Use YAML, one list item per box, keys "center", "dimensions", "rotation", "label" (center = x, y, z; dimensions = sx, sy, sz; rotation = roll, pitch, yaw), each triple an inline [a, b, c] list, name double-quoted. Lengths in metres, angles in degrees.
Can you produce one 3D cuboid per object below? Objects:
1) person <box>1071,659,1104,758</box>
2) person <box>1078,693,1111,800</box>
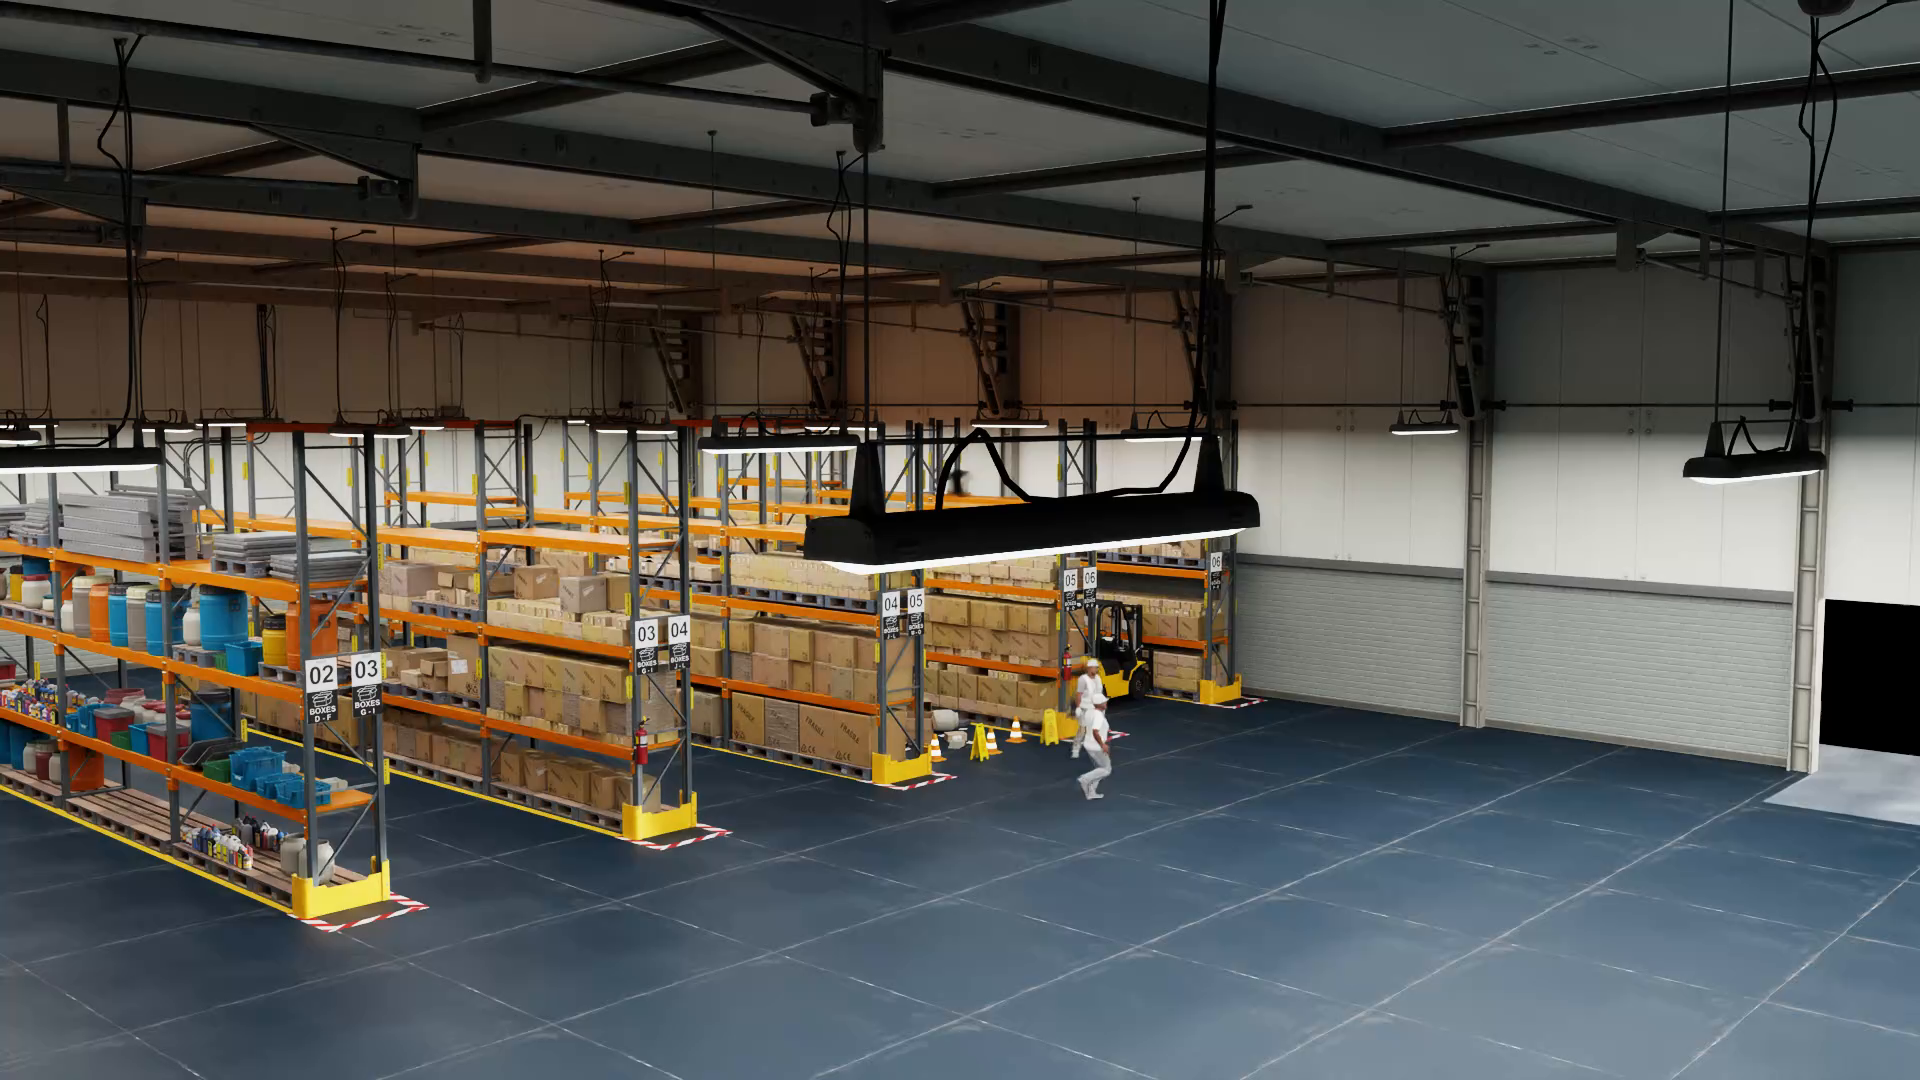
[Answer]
- center: [2.288, 3.017, 29.702]
  dimensions: [0.623, 1.785, 0.498]
  rotation: [-4, 6, -42]
  label: "person"
- center: [2.162, 3.306, 26.605]
  dimensions: [0.624, 1.705, 0.696]
  rotation: [-1, 5, -13]
  label: "person"
